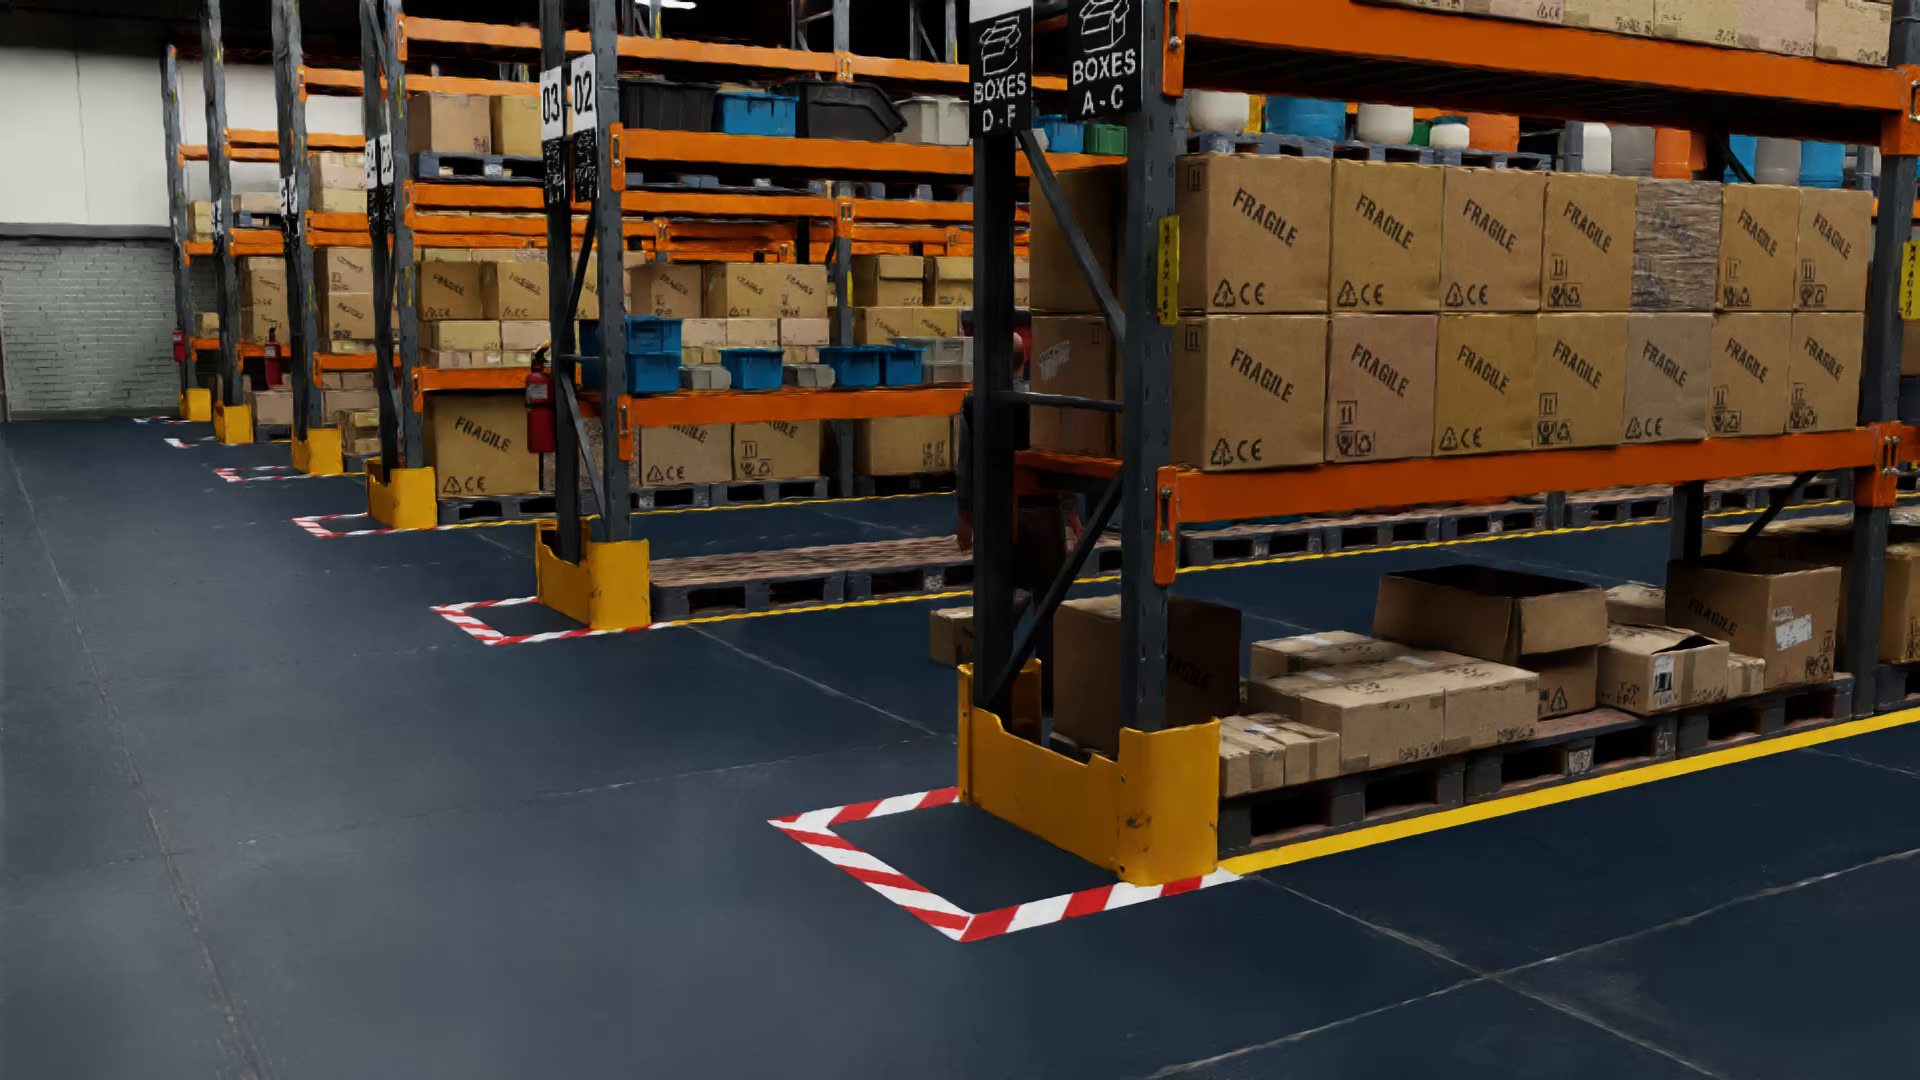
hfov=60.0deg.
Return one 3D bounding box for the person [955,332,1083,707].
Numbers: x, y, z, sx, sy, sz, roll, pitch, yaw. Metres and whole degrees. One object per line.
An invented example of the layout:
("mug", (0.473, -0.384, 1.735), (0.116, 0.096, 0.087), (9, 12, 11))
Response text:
("person", (0.265, -0.098, 7.540), (0.633, 1.701, 0.538), (5, 9, 30))
